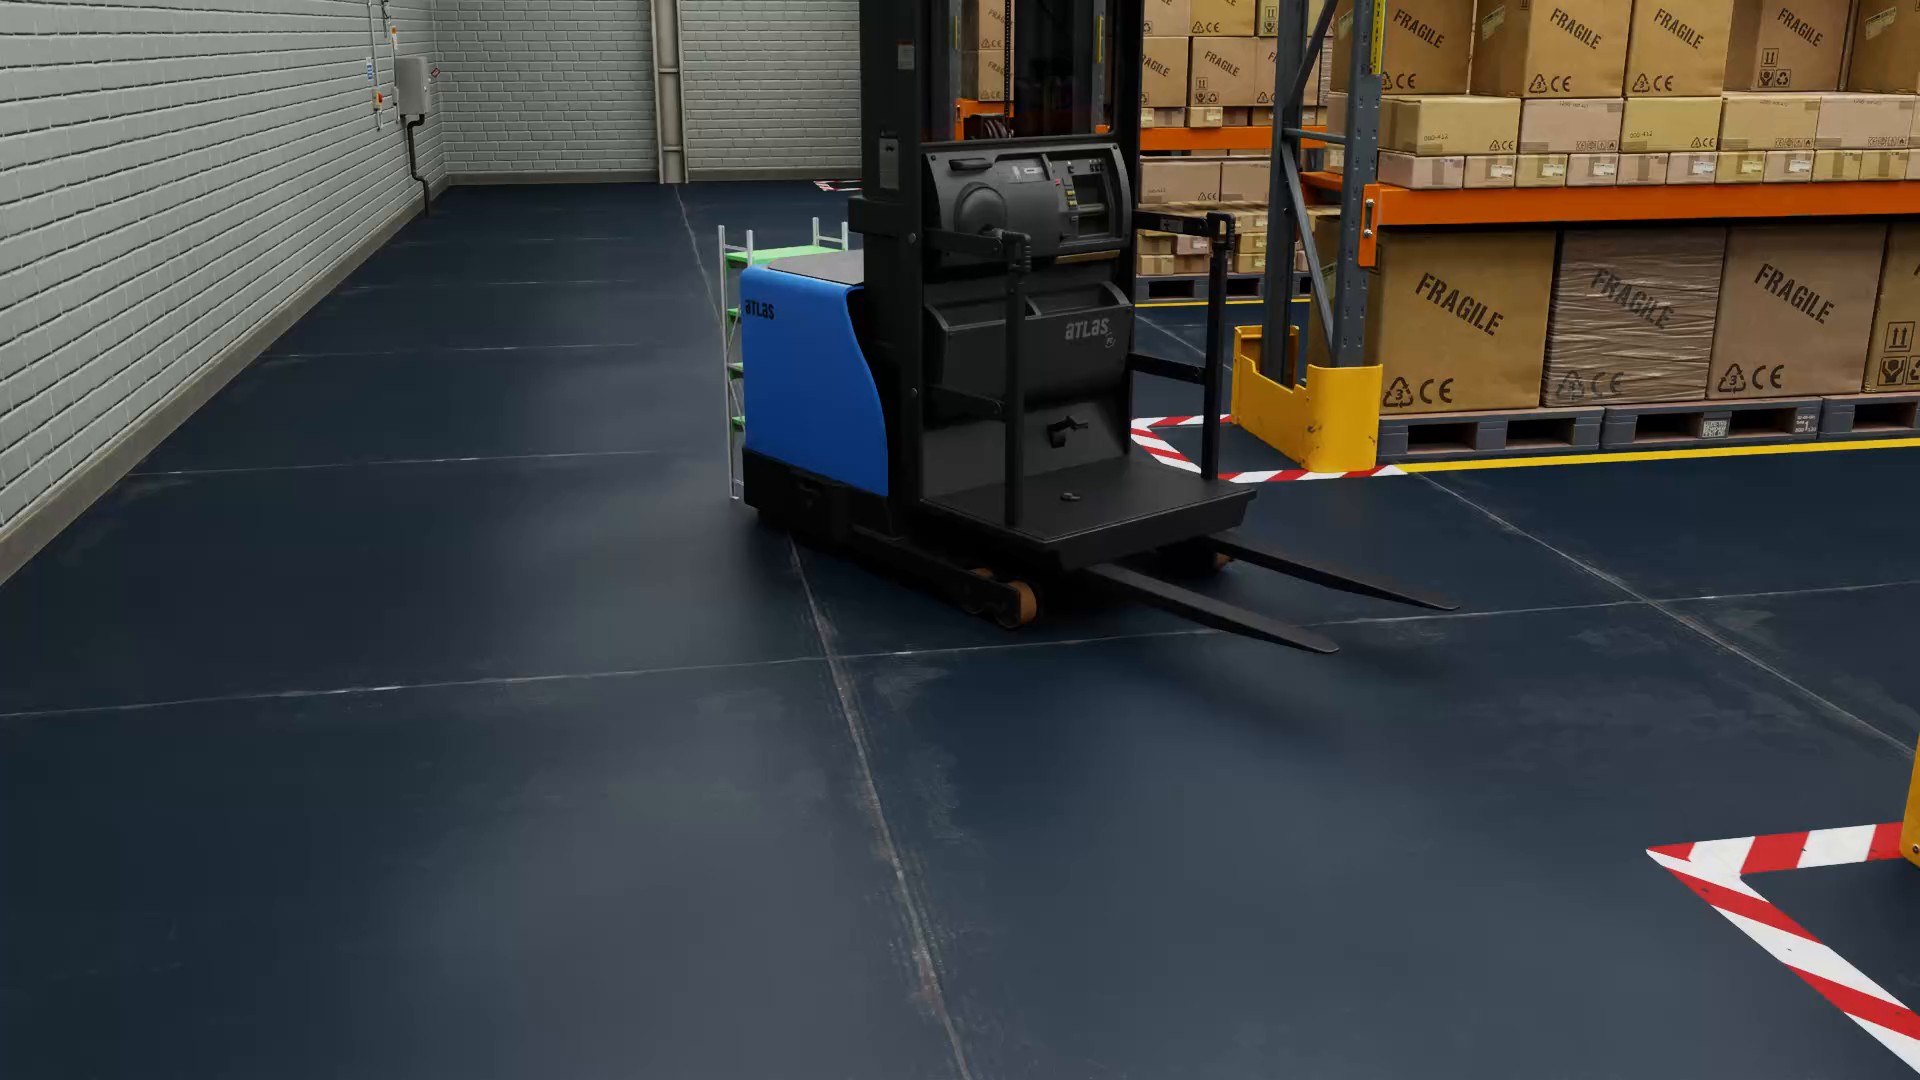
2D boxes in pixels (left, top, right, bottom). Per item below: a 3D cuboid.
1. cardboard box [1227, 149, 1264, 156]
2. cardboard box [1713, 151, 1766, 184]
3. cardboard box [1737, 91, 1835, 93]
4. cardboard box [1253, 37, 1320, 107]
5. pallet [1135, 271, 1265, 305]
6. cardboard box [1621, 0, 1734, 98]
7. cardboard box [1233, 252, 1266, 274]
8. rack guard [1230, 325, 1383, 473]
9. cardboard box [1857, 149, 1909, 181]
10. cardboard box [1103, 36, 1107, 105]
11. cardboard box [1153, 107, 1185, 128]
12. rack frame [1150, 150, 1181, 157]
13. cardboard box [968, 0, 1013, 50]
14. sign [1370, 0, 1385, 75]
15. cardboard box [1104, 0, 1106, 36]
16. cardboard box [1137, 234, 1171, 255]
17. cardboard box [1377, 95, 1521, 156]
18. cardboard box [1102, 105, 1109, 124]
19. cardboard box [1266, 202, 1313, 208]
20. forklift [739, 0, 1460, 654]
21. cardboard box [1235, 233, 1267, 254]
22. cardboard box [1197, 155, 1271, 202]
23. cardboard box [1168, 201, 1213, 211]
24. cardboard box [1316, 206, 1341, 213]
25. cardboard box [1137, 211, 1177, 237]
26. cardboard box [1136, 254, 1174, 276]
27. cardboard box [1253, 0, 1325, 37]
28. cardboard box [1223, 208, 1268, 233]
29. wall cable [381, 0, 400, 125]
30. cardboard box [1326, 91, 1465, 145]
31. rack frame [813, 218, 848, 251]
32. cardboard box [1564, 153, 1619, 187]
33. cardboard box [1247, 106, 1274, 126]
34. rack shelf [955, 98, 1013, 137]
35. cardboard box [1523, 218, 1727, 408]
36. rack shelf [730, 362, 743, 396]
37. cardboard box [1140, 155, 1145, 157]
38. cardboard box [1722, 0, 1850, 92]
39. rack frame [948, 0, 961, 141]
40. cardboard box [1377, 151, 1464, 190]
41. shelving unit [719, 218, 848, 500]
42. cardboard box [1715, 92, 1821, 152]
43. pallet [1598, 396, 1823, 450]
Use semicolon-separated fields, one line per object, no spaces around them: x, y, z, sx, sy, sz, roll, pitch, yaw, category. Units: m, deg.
3.875;-5.435;22.939;0.500;0.500;0.500;-3;17;-11;cardboard box
3.656;-1.815;8.039;0.250;0.149;0.380;-4;17;-12;cardboard box
4.154;-2.210;8.647;0.500;0.250;0.500;-3;17;-9;cardboard box
2.390;-3.556;12.602;0.500;0.500;0.500;-3;17;-10;cardboard box
1.772;-2.066;13.178;1.213;0.211;1.003;-3;17;-10;pallet
3.256;-2.360;7.859;0.500;0.500;0.500;-4;17;-12;cardboard box
2.224;-2.171;12.911;0.250;0.149;0.380;-3;17;-10;cardboard box
1.711;-0.728;8.330;0.348;0.500;1.175;-3;17;-10;rack guard
4.414;-1.858;8.179;0.250;0.149;0.380;-3;17;-9;cardboard box
1.285;-3.649;12.905;0.500;0.500;0.500;-3;17;-9;cardboard box
1.515;-3.189;12.514;0.250;0.149;0.380;-3;17;-8;cardboard box
2.837;-6.434;22.652;0.127;3.000;1.000;-3;17;-10;rack frame
0.380;-5.251;16.926;0.500;0.500;0.500;-4;17;-12;cardboard box
1.834;-2.215;7.306;0.005;0.325;0.100;-3;17;-10;sign
1.295;-4.125;12.752;0.500;0.500;0.500;-4;17;-12;cardboard box
1.456;-2.295;12.808;0.250;0.149;0.380;-3;17;-8;cardboard box
2.257;-1.943;7.779;0.500;0.250;0.500;-4;17;-12;cardboard box
1.159;-3.339;13.002;0.250;0.149;0.380;-3;17;-10;cardboard box
2.652;-2.643;13.434;0.250;0.149;0.380;-4;17;-12;cardboard box
0.399;-1.258;5.915;1.130;2.935;3.031;-14;22;-37;forklift
2.232;-2.316;12.877;0.250;0.149;0.380;-3;17;-9;cardboard box
3.145;-3.976;18.295;0.875;0.438;0.875;-3;17;-11;cardboard box
1.852;-2.633;13.402;0.250;0.149;0.380;-4;17;-12;cardboard box
2.989;-2.534;13.079;0.250;0.149;0.380;-3;17;-10;cardboard box
1.472;-2.413;12.686;0.250;0.149;0.380;-4;18;-13;cardboard box
1.468;-2.134;12.792;0.250;0.149;0.380;-3;17;-9;cardboard box
2.393;-4.028;12.439;0.500;0.500;0.500;-4;17;-12;cardboard box
2.219;-2.478;12.897;0.250;0.149;0.380;-4;18;-13;cardboard box
-5.958;-5.354;17.404;0.122;1.984;0.588;-3;17;-10;wall cable
2.160;-2.098;8.282;0.500;0.250;0.500;-4;17;-11;cardboard box
-0.571;-0.830;7.469;0.015;1.200;0.240;-14;22;-38;rack frame
2.905;-1.772;7.902;0.250;0.149;0.380;-4;17;-11;cardboard box
2.289;-3.251;12.714;0.250;0.149;0.380;-3;17;-11;cardboard box
1.818;-4.548;17.737;4.000;0.370;1.077;-3;17;-10;rack shelf
3.241;-1.218;8.574;0.875;0.875;0.875;-3;17;-10;cardboard box
-0.759;-0.723;7.339;0.480;0.148;0.258;-14;22;-38;rack shelf
2.345;-5.157;22.632;0.250;0.149;0.380;-4;17;-12;cardboard box
4.148;-2.567;8.533;0.500;0.500;0.500;-4;17;-12;cardboard box
-0.145;-4.781;17.268;0.127;3.000;1.000;-3;17;-10;rack frame
2.146;-1.729;7.759;0.250;0.149;0.380;-3;17;-10;cardboard box
-0.759;-0.784;7.320;0.503;1.200;0.258;-14;22;-38;shelving unit
3.772;-2.032;8.067;0.500;0.250;0.500;-4;17;-12;cardboard box
3.700;-0.725;8.813;1.213;0.211;1.003;-3;17;-10;pallet
